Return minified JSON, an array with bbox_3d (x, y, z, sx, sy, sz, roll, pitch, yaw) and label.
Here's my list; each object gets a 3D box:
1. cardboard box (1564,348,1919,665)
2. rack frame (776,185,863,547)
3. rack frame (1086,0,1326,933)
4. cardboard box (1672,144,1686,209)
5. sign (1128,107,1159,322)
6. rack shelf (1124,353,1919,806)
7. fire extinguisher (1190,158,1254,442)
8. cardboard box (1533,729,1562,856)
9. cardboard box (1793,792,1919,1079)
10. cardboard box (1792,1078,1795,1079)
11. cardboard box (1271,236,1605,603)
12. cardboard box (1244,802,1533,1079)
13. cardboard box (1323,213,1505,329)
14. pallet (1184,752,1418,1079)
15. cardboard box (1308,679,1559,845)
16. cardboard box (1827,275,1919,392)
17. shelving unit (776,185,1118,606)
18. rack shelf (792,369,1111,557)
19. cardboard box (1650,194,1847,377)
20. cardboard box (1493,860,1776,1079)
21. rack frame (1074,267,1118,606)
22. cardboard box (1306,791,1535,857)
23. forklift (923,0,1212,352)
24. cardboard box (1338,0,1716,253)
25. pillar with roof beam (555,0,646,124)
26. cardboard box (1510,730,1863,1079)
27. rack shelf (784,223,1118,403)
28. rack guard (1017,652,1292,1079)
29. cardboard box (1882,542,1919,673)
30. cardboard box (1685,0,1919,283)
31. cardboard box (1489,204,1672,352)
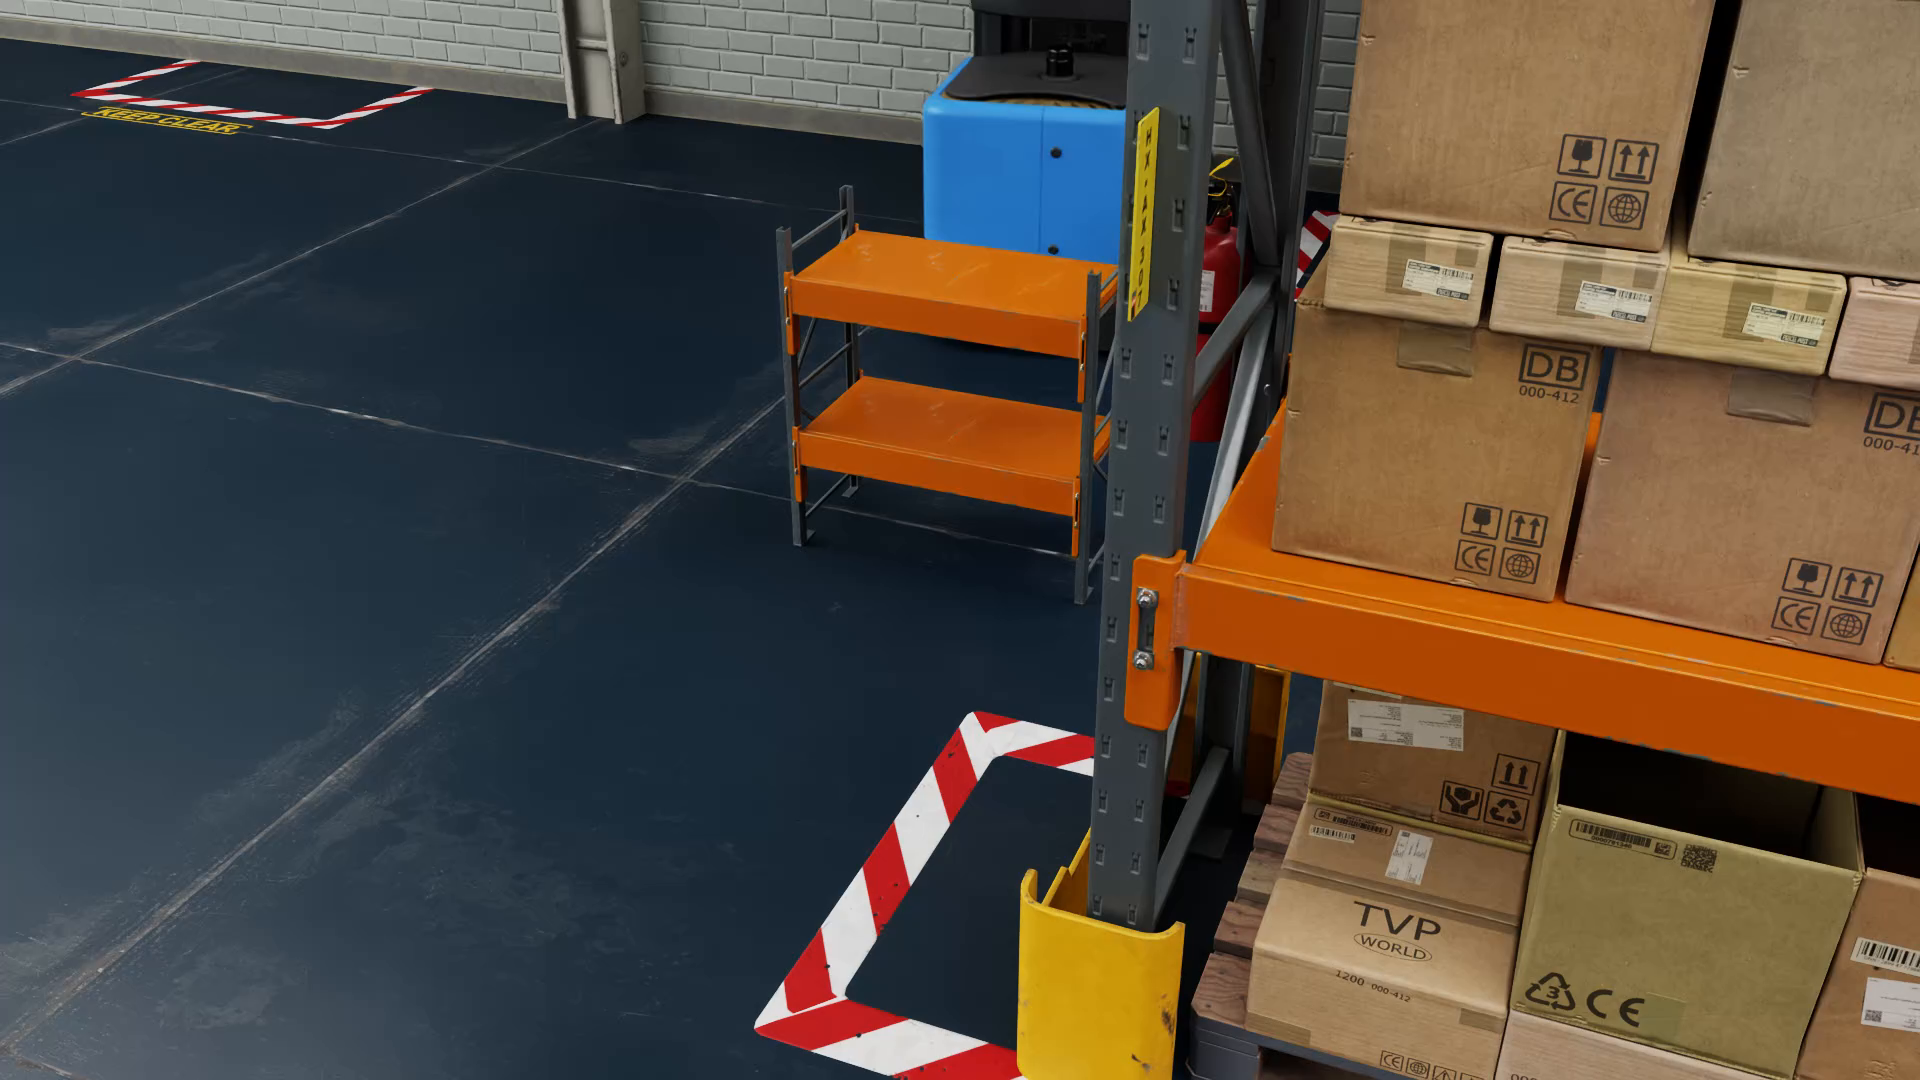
[{"bbox_3d":[1.423,-0.214,2.979,0.500,0.500,0.700,12,32,20],"label":"cardboard box"},{"bbox_3d":[-0.465,-0.582,5.637,0.032,1.125,0.500,11,31,19],"label":"rack frame"},{"bbox_3d":[0.507,-0.358,3.334,0.127,3.000,1.000,11,31,19],"label":"rack frame"},{"bbox_3d":[1.413,-0.605,3.011,0.250,0.149,0.380,11,31,18],"label":"cardboard box"},{"bbox_3d":[0.293,-0.517,2.656,0.005,0.325,0.100,11,31,19],"label":"sign"},{"bbox_3d":[2.360,0.325,2.857,4.000,0.370,1.077,11,31,19],"label":"rack shelf"},{"bbox_3d":[0.572,-0.558,3.767,0.183,0.674,0.296,11,31,19],"label":"fire extinguisher"},{"bbox_3d":[1.583,0.708,3.817,0.500,0.250,0.500,11,31,19],"label":"cardboard box"},{"bbox_3d":[1.853,0.709,3.053,0.500,0.500,0.500,11,31,19],"label":"cardboard box"},{"bbox_3d":[1.848,1.041,3.228,0.500,0.250,0.500,11,31,19],"label":"cardboard box"},{"bbox_3d":[0.935,-0.309,3.147,0.500,0.500,0.700,11,31,19],"label":"cardboard box"},{"bbox_3d":[0.920,0.857,3.553,0.500,0.250,0.500,11,31,19],"label":"cardboard box"},{"bbox_3d":[0.790,-0.513,2.848,0.250,0.149,0.380,11,31,19],"label":"cardboard box"},{"bbox_3d":[1.231,0.979,3.804,1.213,0.211,1.003,11,31,19],"label":"pallet"},{"bbox_3d":[1.116,0.294,3.788,0.500,0.500,0.500,11,31,19],"label":"cardboard box"},{"bbox_3d":[1.499,-0.371,2.597,0.250,0.149,0.380,11,31,18],"label":"cardboard box"},{"bbox_3d":[0.006,-0.488,5.471,1.048,1.125,0.538,11,31,19],"label":"shelving unit"},{"bbox_3d":[0.006,-0.276,5.591,1.000,0.278,0.538,11,31,19],"label":"rack shelf"},{"bbox_3d":[1.266,-0.418,2.681,0.250,0.149,0.380,11,31,19],"label":"cardboard box"},{"bbox_3d":[1.385,0.948,3.392,0.500,0.250,0.500,11,31,19],"label":"cardboard box"},{"bbox_3d":[0.477,-0.394,5.305,0.032,1.125,0.500,11,31,19],"label":"rack frame"},{"bbox_3d":[1.115,0.621,3.971,0.500,0.250,0.500,11,31,19],"label":"cardboard box"},{"bbox_3d":[0.659,-2.768,7.668,1.130,2.935,3.031,6,30,11],"label":"forklift"},{"bbox_3d":[0.984,-0.864,2.810,0.500,0.500,0.700,11,31,19],"label":"cardboard box"},{"bbox_3d":[-3.838,-4.641,4.815,0.400,9.000,9.100,11,31,19],"label":"pillar with roof beam"},{"bbox_3d":[1.384,0.622,3.206,0.500,0.500,0.500,11,31,19],"label":"cardboard box"},{"bbox_3d":[0.006,-0.743,5.327,1.000,0.278,0.538,11,31,19],"label":"rack shelf"},{"bbox_3d":[0.485,0.726,3.957,0.348,0.500,1.175,11,31,19],"label":"rack guard"},{"bbox_3d":[1.881,-0.120,2.812,0.500,0.500,0.700,12,31,19],"label":"cardboard box"},{"bbox_3d":[1.473,-0.769,2.642,0.500,0.500,0.700,10,31,18],"label":"cardboard box"},{"bbox_3d":[1.035,-0.465,2.764,0.250,0.149,0.380,10,31,18],"label":"cardboard box"}]
